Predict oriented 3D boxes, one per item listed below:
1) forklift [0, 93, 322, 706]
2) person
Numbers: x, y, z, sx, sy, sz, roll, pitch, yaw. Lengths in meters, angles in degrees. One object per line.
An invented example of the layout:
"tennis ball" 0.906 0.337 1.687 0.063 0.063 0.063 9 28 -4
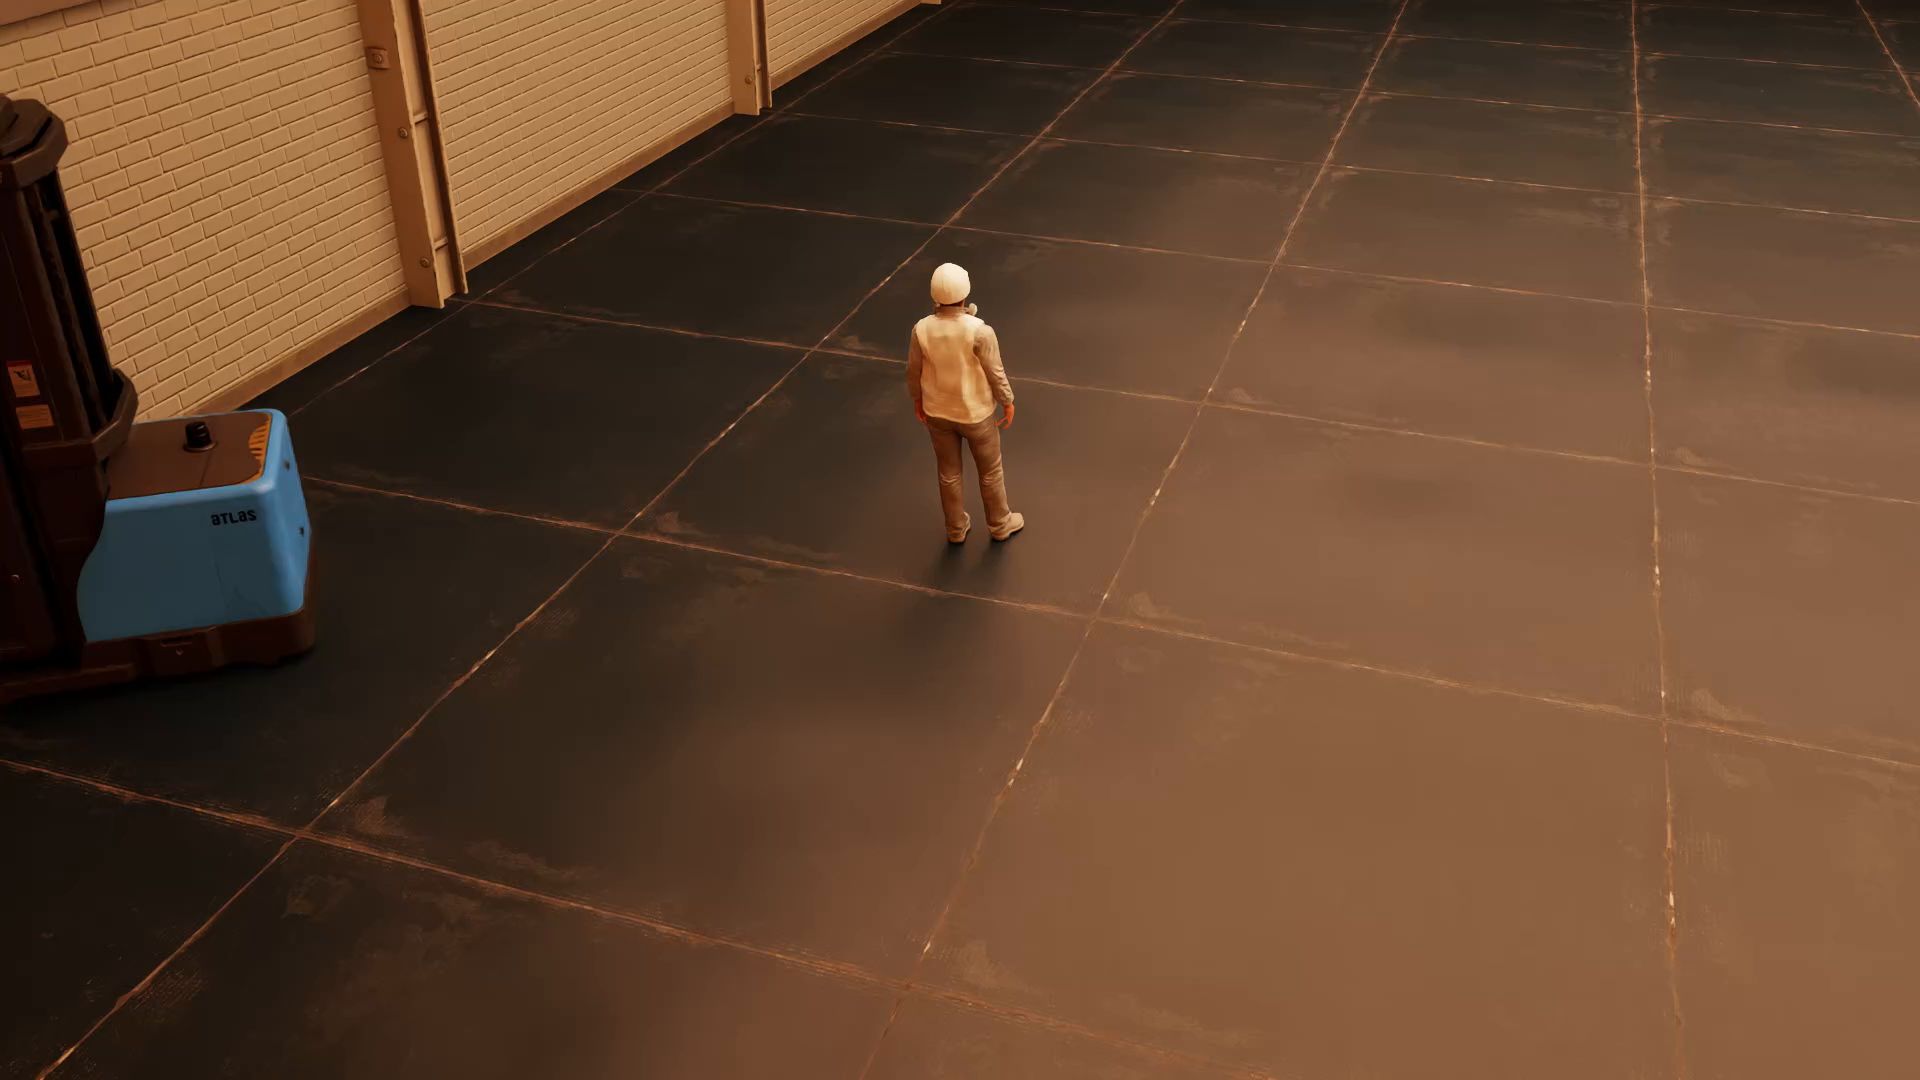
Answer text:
"forklift" -5.060 -0.655 8.286 3.031 2.935 1.130 -8 31 -14
"person" 0.032 -0.804 9.700 0.624 1.773 0.568 10 31 16
